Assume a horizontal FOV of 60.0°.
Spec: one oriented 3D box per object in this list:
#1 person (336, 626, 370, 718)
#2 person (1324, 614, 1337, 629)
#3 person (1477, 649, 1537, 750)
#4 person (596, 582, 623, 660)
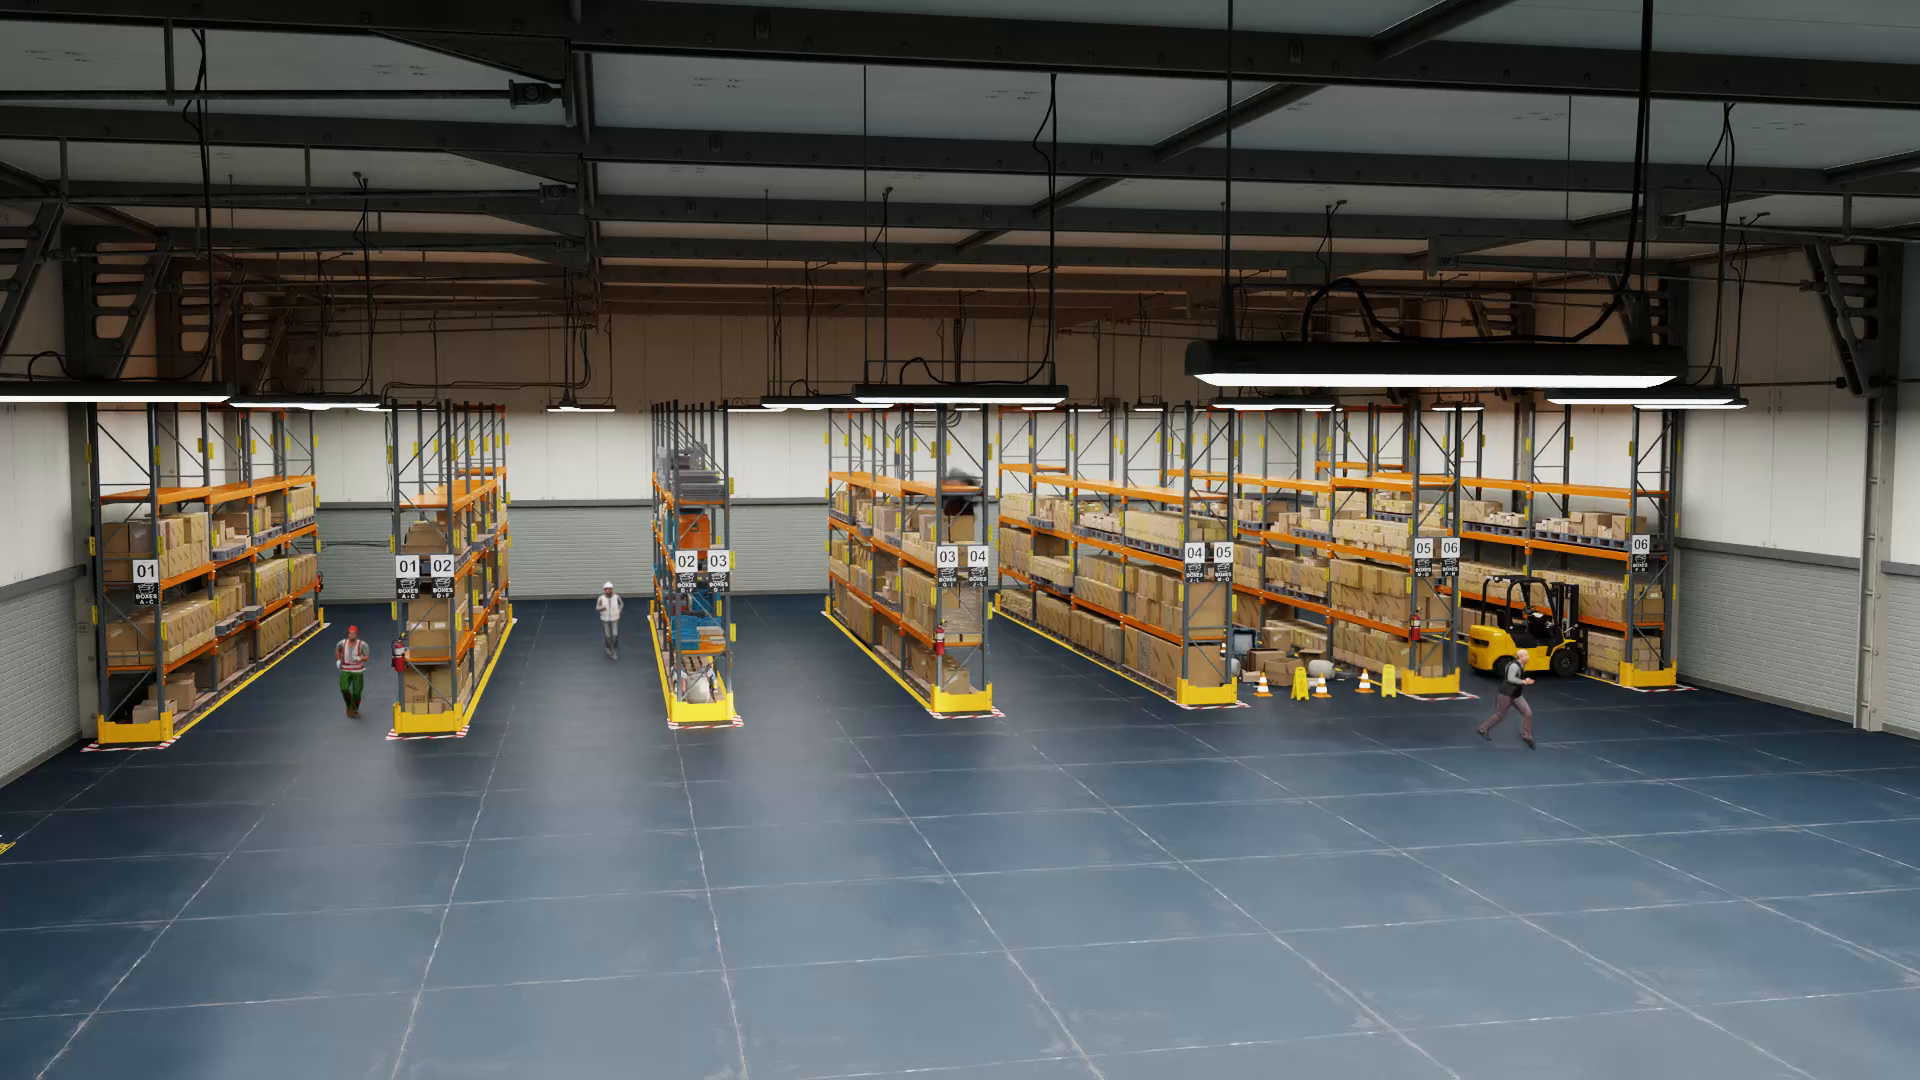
[{"bbox_3d":[-11.413,2.476,31.256,0.643,1.735,0.761,-1,4,-12],"label":"person"},{"bbox_3d":[9.520,1.694,42.636,0.579,1.667,0.867,-1,4,-15],"label":"person"},{"bbox_3d":[9.435,2.724,28.664,1.013,1.735,0.657,3,5,38],"label":"person"},{"bbox_3d":[-8.227,1.906,39.052,0.638,1.834,0.777,-1,4,-11],"label":"person"}]
